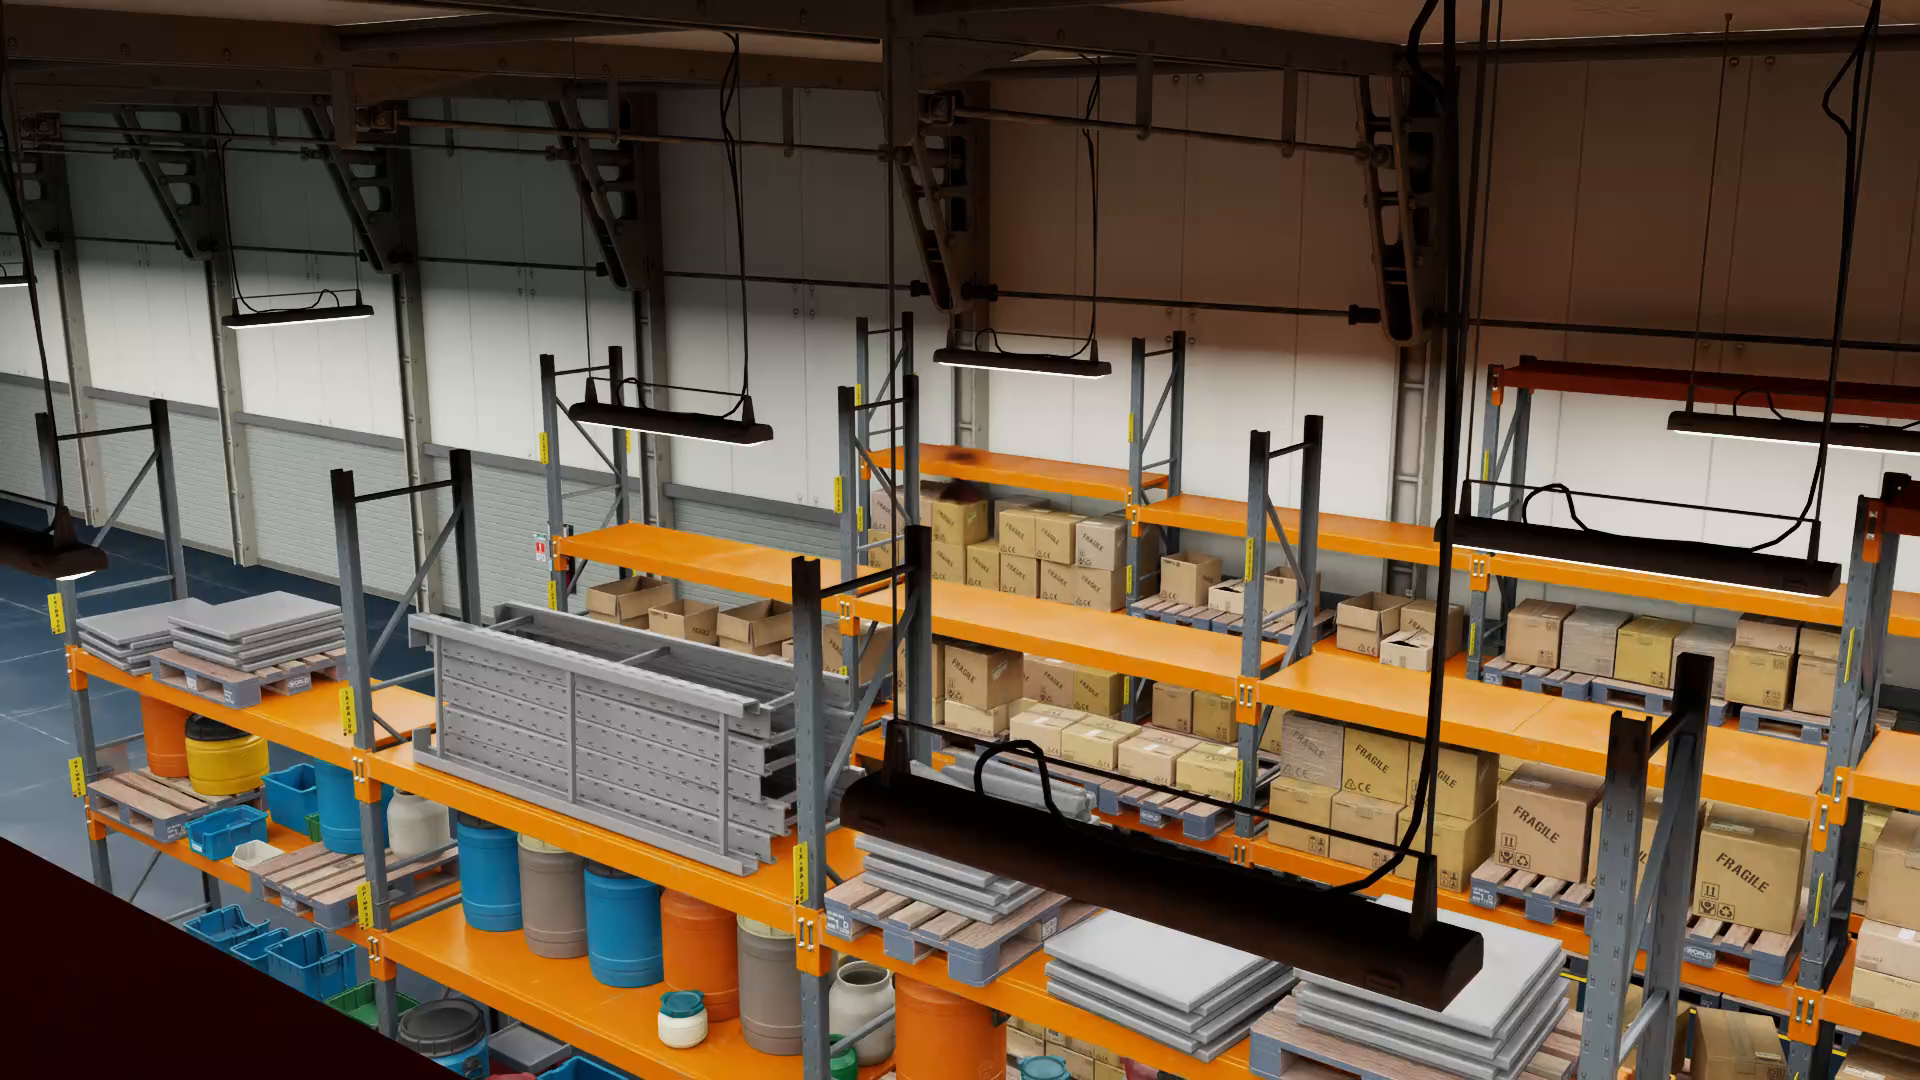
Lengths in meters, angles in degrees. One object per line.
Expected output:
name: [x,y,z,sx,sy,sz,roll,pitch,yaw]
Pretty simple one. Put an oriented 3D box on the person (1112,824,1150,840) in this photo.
person: [1.772,3.254,17.537,0.971,1.679,0.608,8,15,31]
